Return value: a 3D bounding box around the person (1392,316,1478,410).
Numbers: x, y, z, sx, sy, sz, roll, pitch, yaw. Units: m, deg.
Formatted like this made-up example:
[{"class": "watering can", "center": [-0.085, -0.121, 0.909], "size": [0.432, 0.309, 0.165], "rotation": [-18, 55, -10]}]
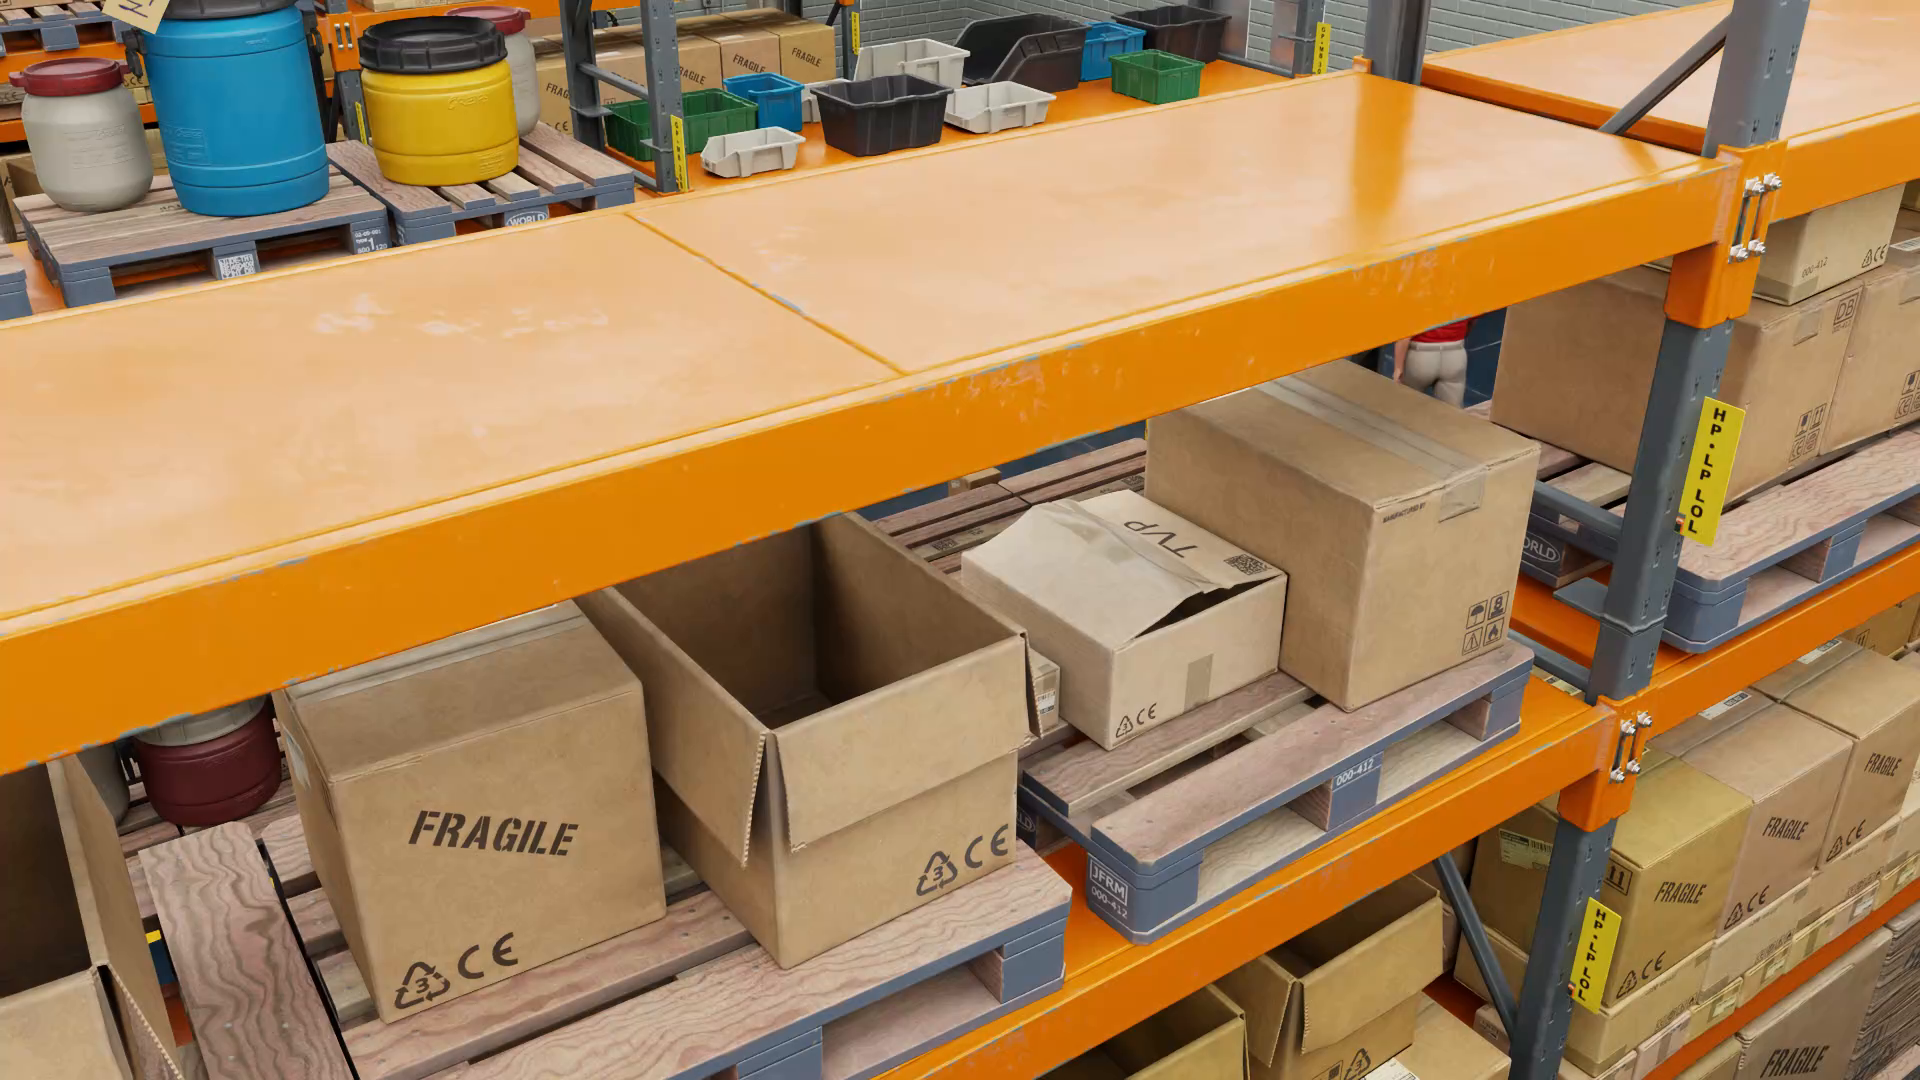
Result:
[{"class": "person", "center": [3.080, -1.221, 10.938], "size": [0.571, 1.657, 1.093], "rotation": [0, 28, -1]}]
